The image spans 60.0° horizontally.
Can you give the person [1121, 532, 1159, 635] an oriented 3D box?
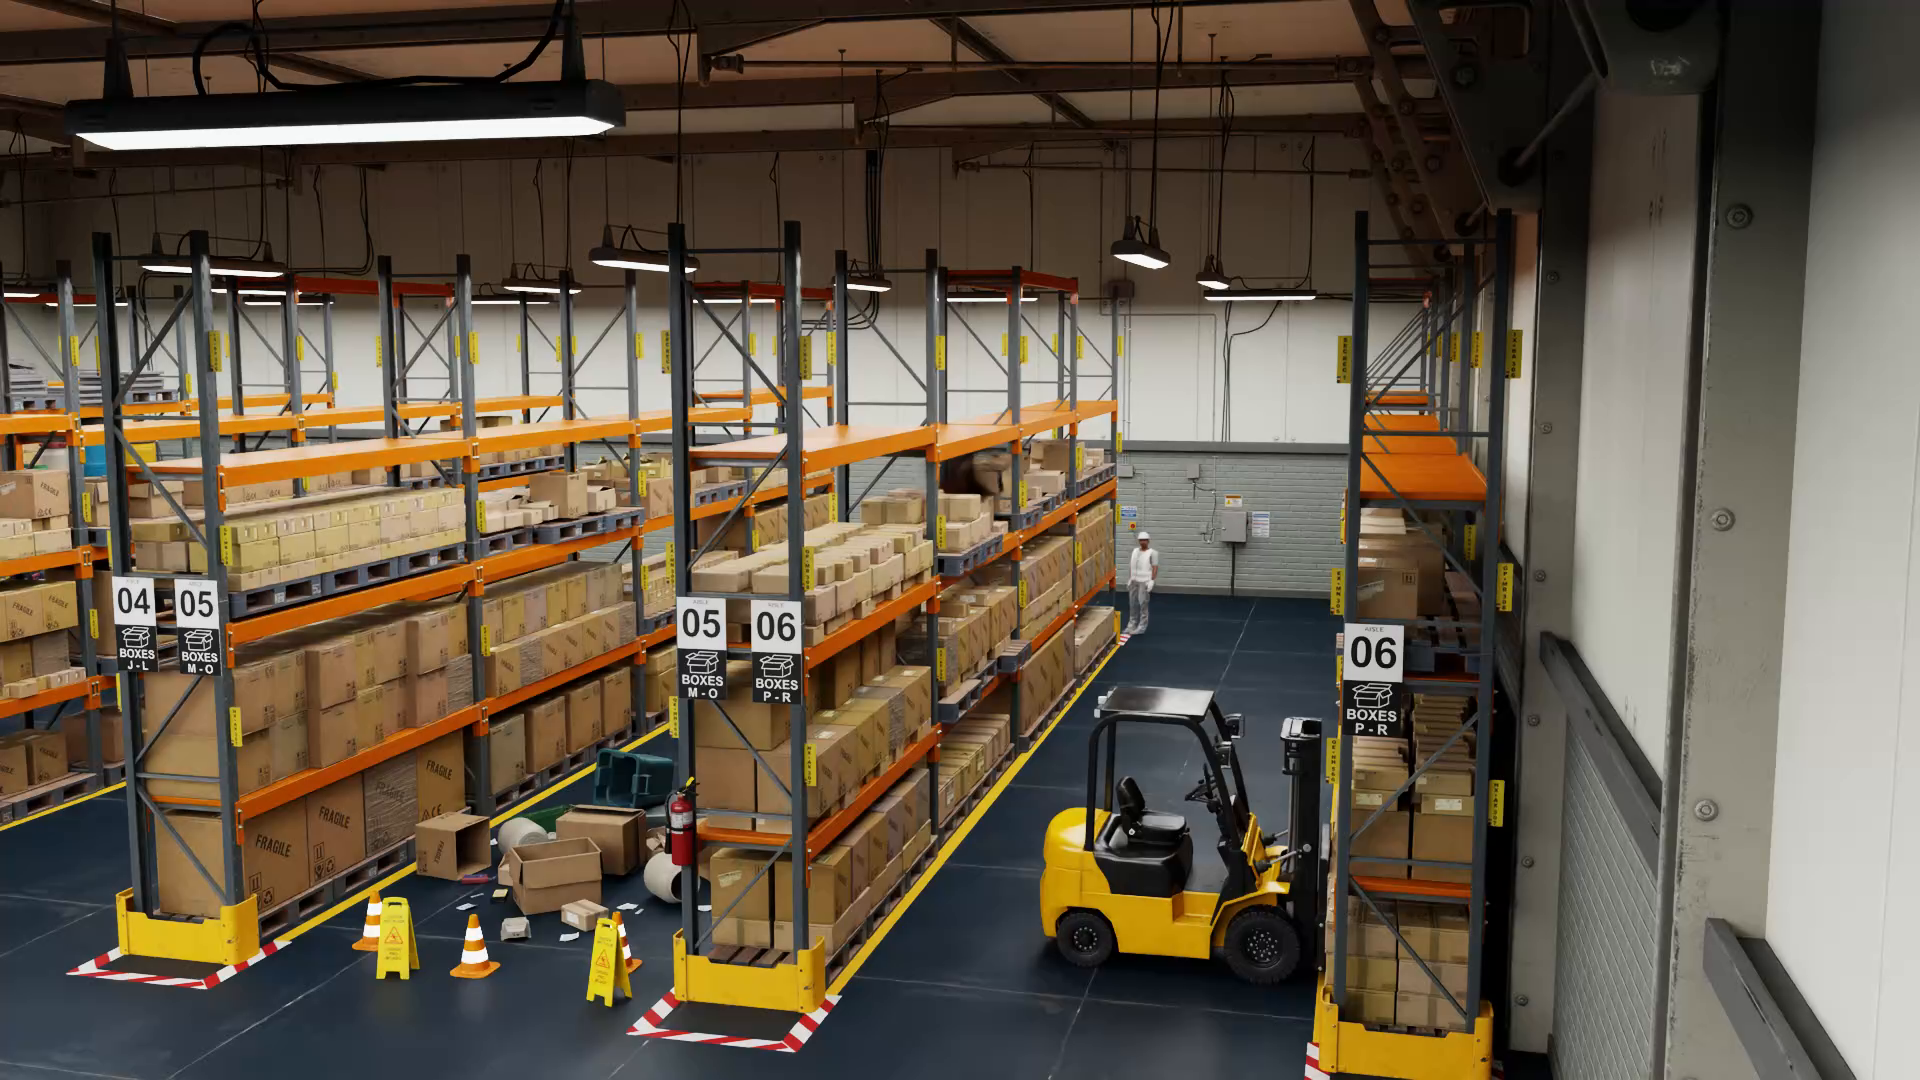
[{"bbox_3d":[3.174,0.764,29.055,0.524,1.812,0.612,-5,9,-36],"label":"person"}]
